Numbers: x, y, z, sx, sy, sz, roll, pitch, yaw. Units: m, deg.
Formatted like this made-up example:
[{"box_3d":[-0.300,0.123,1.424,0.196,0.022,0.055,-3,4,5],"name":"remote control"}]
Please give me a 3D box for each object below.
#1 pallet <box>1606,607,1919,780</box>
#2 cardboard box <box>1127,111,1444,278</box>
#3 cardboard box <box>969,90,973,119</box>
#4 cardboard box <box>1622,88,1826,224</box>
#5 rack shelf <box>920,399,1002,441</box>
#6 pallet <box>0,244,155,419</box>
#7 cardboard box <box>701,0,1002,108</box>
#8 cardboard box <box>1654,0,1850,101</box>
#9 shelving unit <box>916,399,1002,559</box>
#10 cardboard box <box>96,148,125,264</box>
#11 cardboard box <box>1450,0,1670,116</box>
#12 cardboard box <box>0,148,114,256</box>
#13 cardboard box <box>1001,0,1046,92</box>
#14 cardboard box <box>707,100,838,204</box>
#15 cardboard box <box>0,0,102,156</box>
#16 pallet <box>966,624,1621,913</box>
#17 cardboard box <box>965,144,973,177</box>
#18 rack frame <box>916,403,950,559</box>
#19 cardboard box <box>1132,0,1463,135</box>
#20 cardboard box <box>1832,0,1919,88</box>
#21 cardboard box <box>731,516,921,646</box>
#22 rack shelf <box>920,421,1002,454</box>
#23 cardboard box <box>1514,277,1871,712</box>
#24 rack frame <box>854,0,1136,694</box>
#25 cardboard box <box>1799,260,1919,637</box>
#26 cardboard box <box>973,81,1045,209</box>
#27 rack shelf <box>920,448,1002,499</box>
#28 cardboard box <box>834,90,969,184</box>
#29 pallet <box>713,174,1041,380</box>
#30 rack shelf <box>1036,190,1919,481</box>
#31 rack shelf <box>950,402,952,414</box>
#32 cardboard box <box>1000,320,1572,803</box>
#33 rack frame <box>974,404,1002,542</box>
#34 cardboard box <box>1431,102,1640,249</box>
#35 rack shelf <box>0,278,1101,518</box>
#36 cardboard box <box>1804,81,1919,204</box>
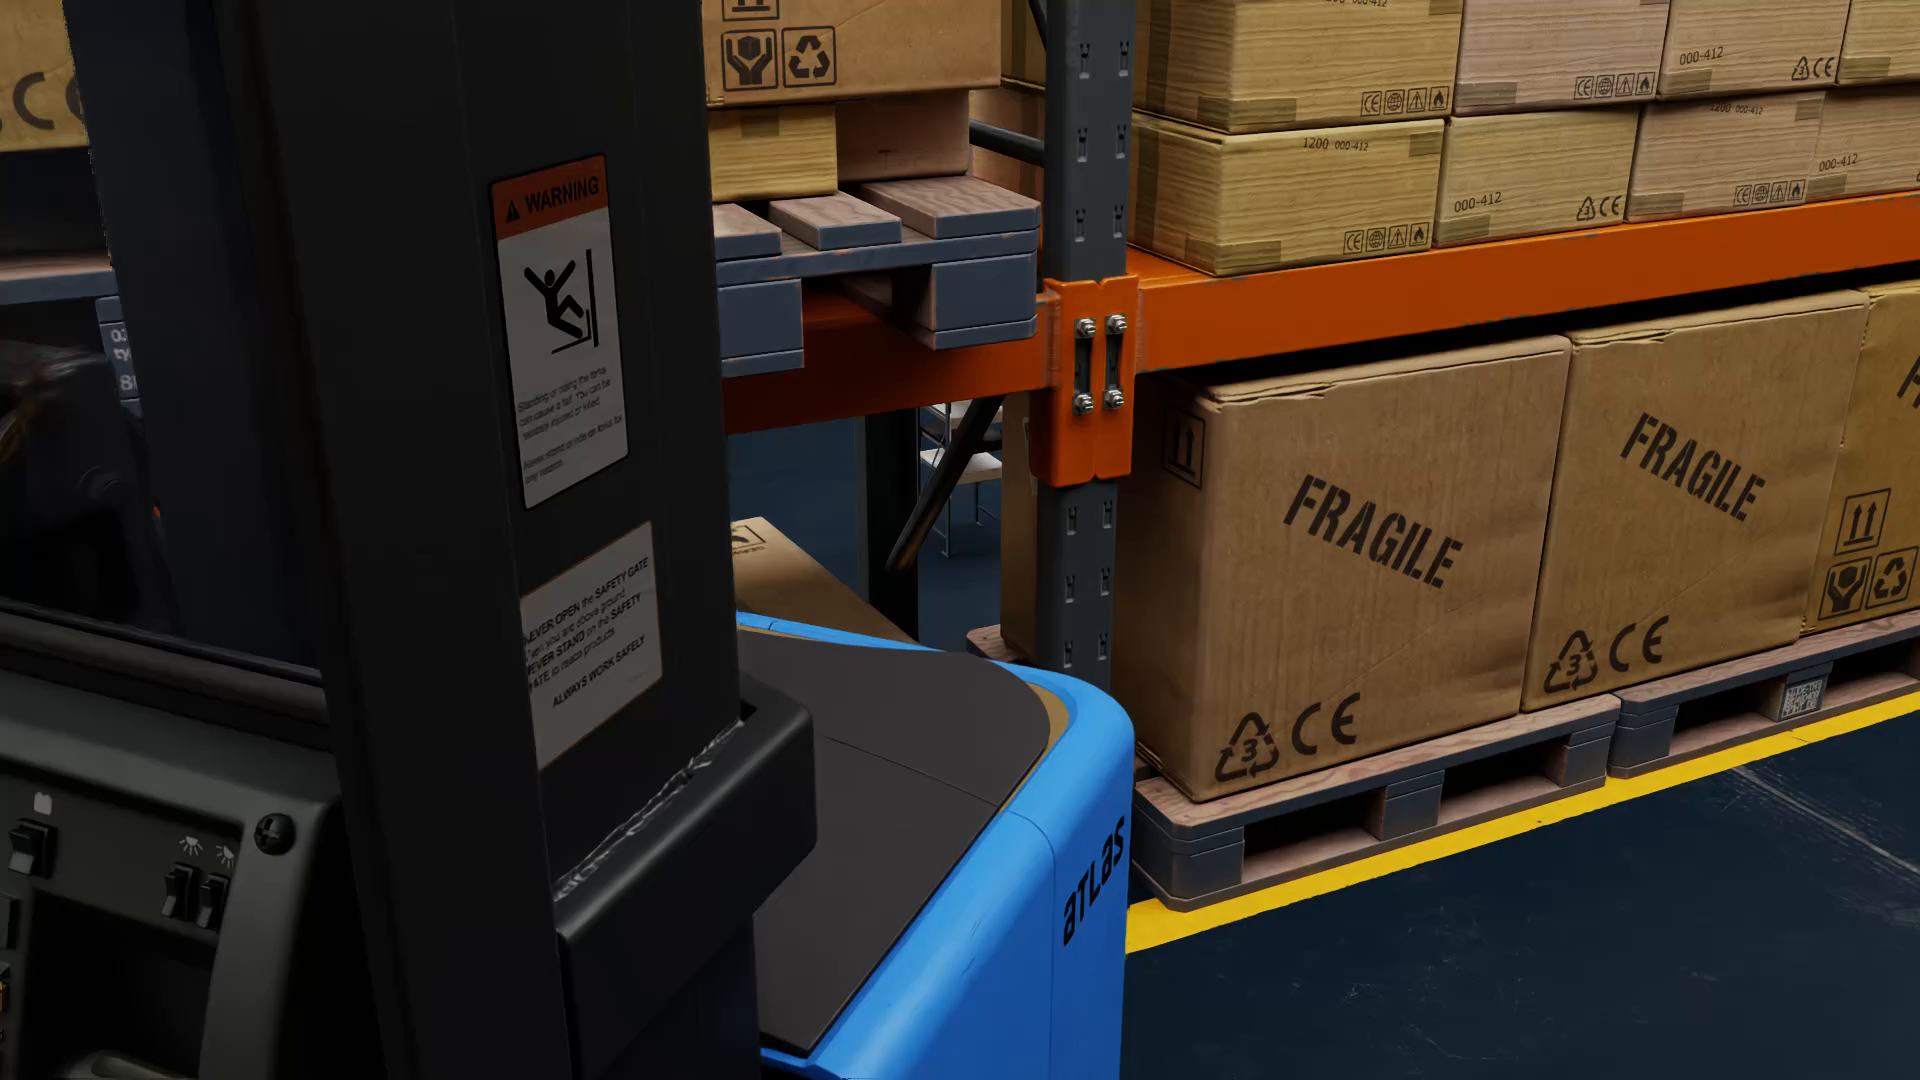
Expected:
[{"box_3d":[1.862,0.197,4.498,1.213,0.211,1.003,-10,25,-24],"name":"pallet"},{"box_3d":[0.571,-0.711,3.241,0.500,0.250,0.500,-11,25,-25],"name":"cardboard box"},{"box_3d":[-0.114,-2.140,8.237,0.500,0.250,0.500,-12,25,-26],"name":"cardboard box"},{"box_3d":[1.501,-0.887,3.667,0.500,0.250,0.500,-10,24,-22],"name":"cardboard box"},{"box_3d":[0.007,-0.386,5.094,0.200,0.077,0.258,-10,25,-24],"name":"rack shelf"},{"box_3d":[-1.745,-0.355,2.435,1.213,0.211,1.003,-10,25,-24],"name":"pallet"},{"box_3d":[-0.268,-0.992,2.656,0.500,0.500,0.500,-11,25,-25],"name":"cardboard box"},{"box_3d":[1.505,-1.110,3.552,0.500,0.250,0.500,-11,25,-24],"name":"cardboard box"},{"box_3d":[0.007,-0.417,5.081,0.210,0.900,0.258,-10,25,-24],"name":"shelving unit"},{"box_3d":[-1.063,-0.512,2.344,0.250,0.149,0.380,-10,24,-23],"name":"cardboard box"},{"box_3d":[1.051,-1.032,3.363,0.500,0.250,0.500,-10,24,-22],"name":"cardboard box"},{"box_3d":[-1.344,-0.514,2.349,0.250,0.149,0.380,-10,25,-23],"name":"cardboard box"},{"box_3d":[0.347,-1.115,3.565,0.500,0.250,0.500,-11,25,-24],"name":"cardboard box"},{"box_3d":[-0.383,-0.659,2.699,0.250,0.149,0.380,-10,25,-23],"name":"cardboard box"},{"box_3d":[-1.184,-0.818,2.237,0.500,0.500,0.500,-12,25,-27],"name":"cardboard box"},{"box_3d":[0.764,0.398,4.013,1.213,0.211,1.003,-10,25,-24],"name":"pallet"},{"box_3d":[-0.097,-1.799,8.394,0.500,0.500,0.500,-11,25,-25],"name":"cardboard box"},{"box_3d":[-0.084,-0.400,5.040,0.006,0.900,0.240,-10,25,-24],"name":"rack frame"},{"box_3d":[0.584,-0.946,3.157,0.500,0.250,0.500,-11,25,-24],"name":"cardboard box"},{"box_3d":[1.968,-1.190,3.745,0.500,0.250,0.500,-10,24,-23],"name":"cardboard box"},{"box_3d":[-0.493,0.325,3.430,0.625,0.372,0.950,-12,25,-27],"name":"cardboard box"},{"box_3d":[0.007,-0.303,5.128,0.200,0.077,0.258,-10,25,-24],"name":"rack shelf"},{"box_3d":[1.485,-0.230,4.114,0.875,0.875,0.875,-10,25,-23],"name":"cardboard box"},{"box_3d":[0.021,-0.786,3.226,0.127,3.000,1.000,-10,25,-24],"name":"rack frame"},{"box_3d":[2.290,-0.379,4.472,0.875,0.875,0.875,-10,24,-22],"name":"cardboard box"},{"box_3d":[0.364,-0.890,3.674,0.500,0.250,0.500,-11,25,-25],"name":"cardboard box"},{"box_3d":[0.007,-0.220,5.163,0.200,0.077,0.258,-10,25,-24],"name":"rack shelf"},{"box_3d":[-0.173,-0.728,2.867,0.250,0.149,0.380,-9,24,-22],"name":"cardboard box"},{"box_3d":[-0.575,-0.542,2.889,1.003,0.211,1.213,-10,25,-24],"name":"pallet"},{"box_3d":[1.823,-0.785,4.165,4.000,0.370,1.077,-10,25,-24],"name":"rack shelf"},{"box_3d":[0.007,-0.469,5.059,0.200,0.077,0.258,-10,25,-24],"name":"rack shelf"},{"box_3d":[0.679,-0.084,3.760,0.875,0.875,0.875,-11,25,-24],"name":"cardboard box"},{"box_3d":[0.099,-0.434,5.122,0.006,0.900,0.240,-10,25,-24],"name":"rack frame"},{"box_3d":[1.026,-0.802,3.462,0.500,0.250,0.500,-11,25,-25],"name":"cardboard box"},{"box_3d":[-1.781,-0.122,2.562,4.000,0.370,1.077,-10,25,-24],"name":"rack shelf"},{"box_3d":[1.944,-0.970,3.868,0.500,0.250,0.500,-10,25,-24],"name":"cardboard box"}]
